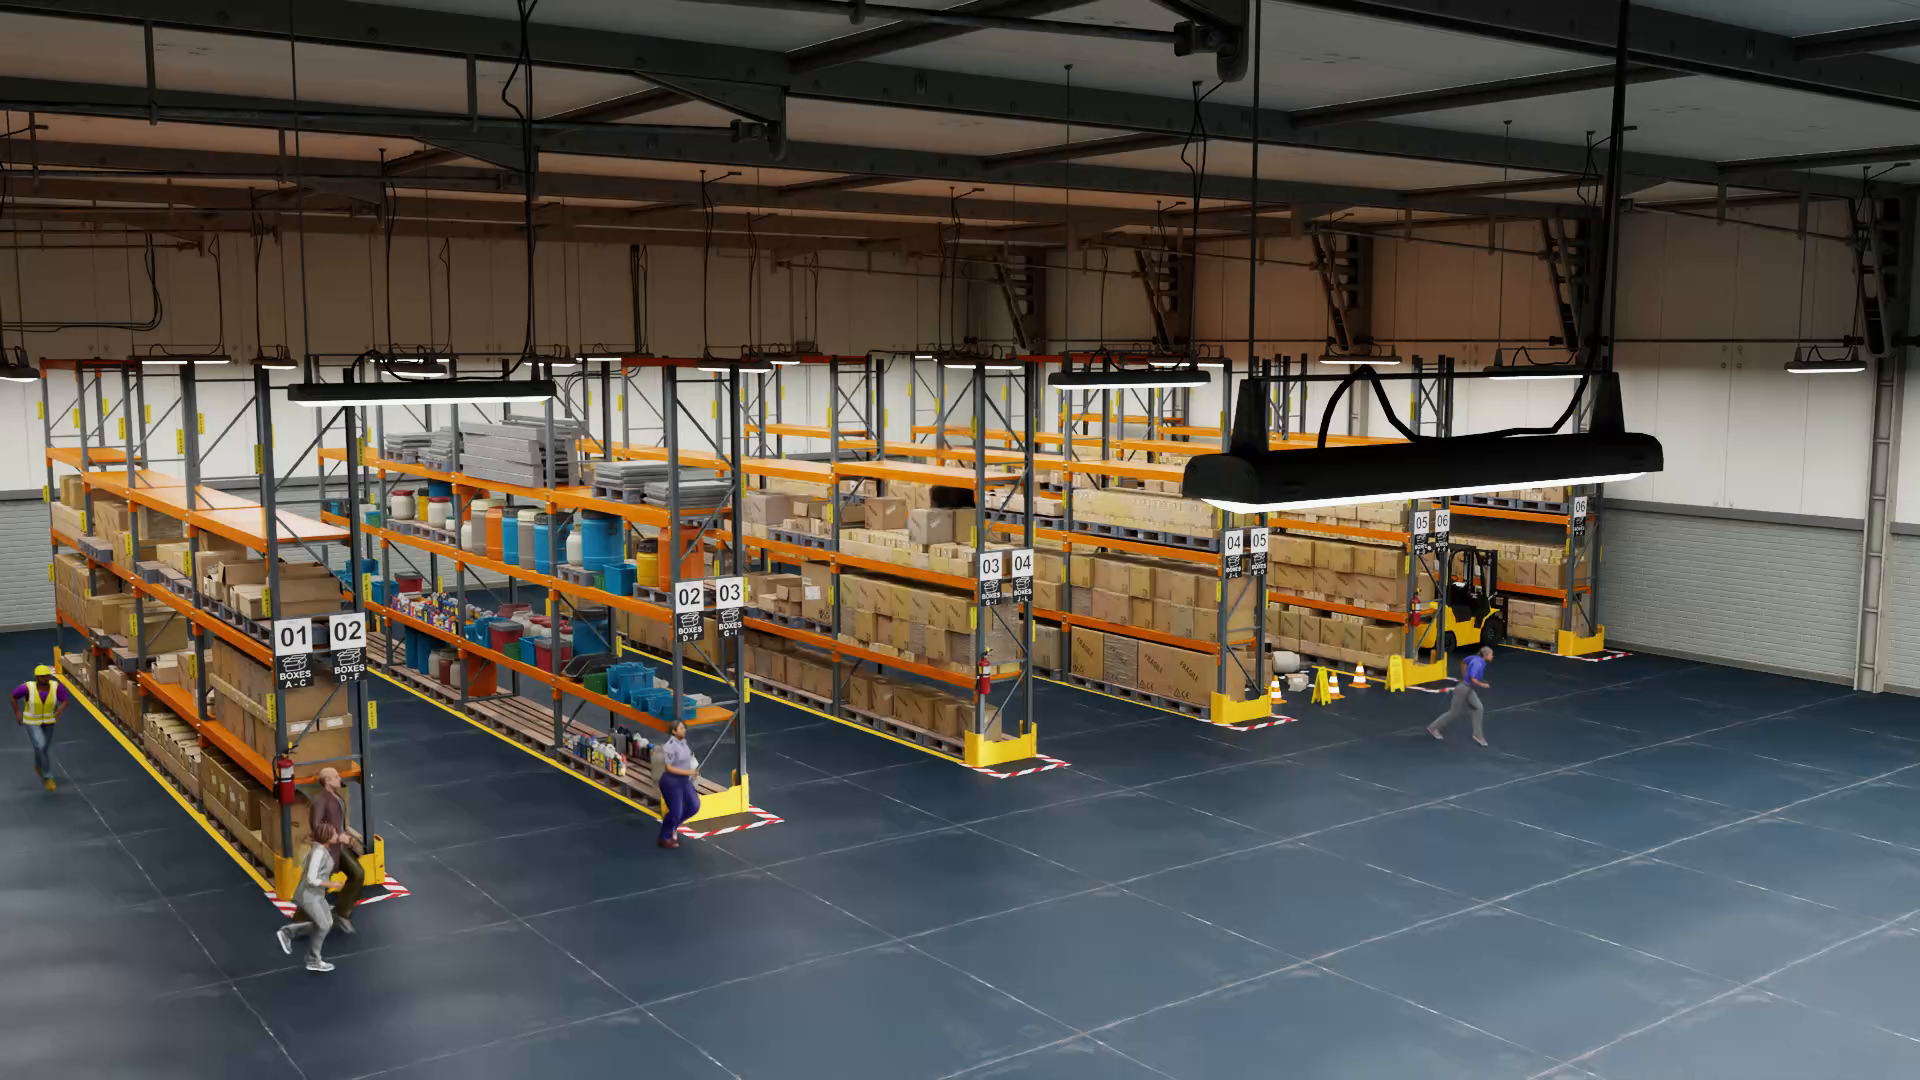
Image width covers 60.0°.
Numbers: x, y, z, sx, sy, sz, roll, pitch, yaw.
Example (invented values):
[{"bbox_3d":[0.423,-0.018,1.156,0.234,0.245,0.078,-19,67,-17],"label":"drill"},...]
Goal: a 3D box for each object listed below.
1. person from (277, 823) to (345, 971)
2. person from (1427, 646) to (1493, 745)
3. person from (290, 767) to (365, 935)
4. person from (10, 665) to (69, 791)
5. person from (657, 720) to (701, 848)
[{"bbox_3d":[-6.506,3.590,16.655,0.681,1.543,0.522,-1,7,-7],"label":"person"},{"bbox_3d":[7.865,2.443,26.179,0.965,1.616,0.618,2,7,13],"label":"person"},{"bbox_3d":[-6.790,3.338,17.888,0.730,1.795,0.770,0,7,2],"label":"person"},{"bbox_3d":[-13.100,2.623,23.712,0.702,1.771,0.962,-7,9,-43],"label":"person"},{"bbox_3d":[-3.501,3.036,20.841,0.590,1.607,0.634,2,7,15],"label":"person"}]
